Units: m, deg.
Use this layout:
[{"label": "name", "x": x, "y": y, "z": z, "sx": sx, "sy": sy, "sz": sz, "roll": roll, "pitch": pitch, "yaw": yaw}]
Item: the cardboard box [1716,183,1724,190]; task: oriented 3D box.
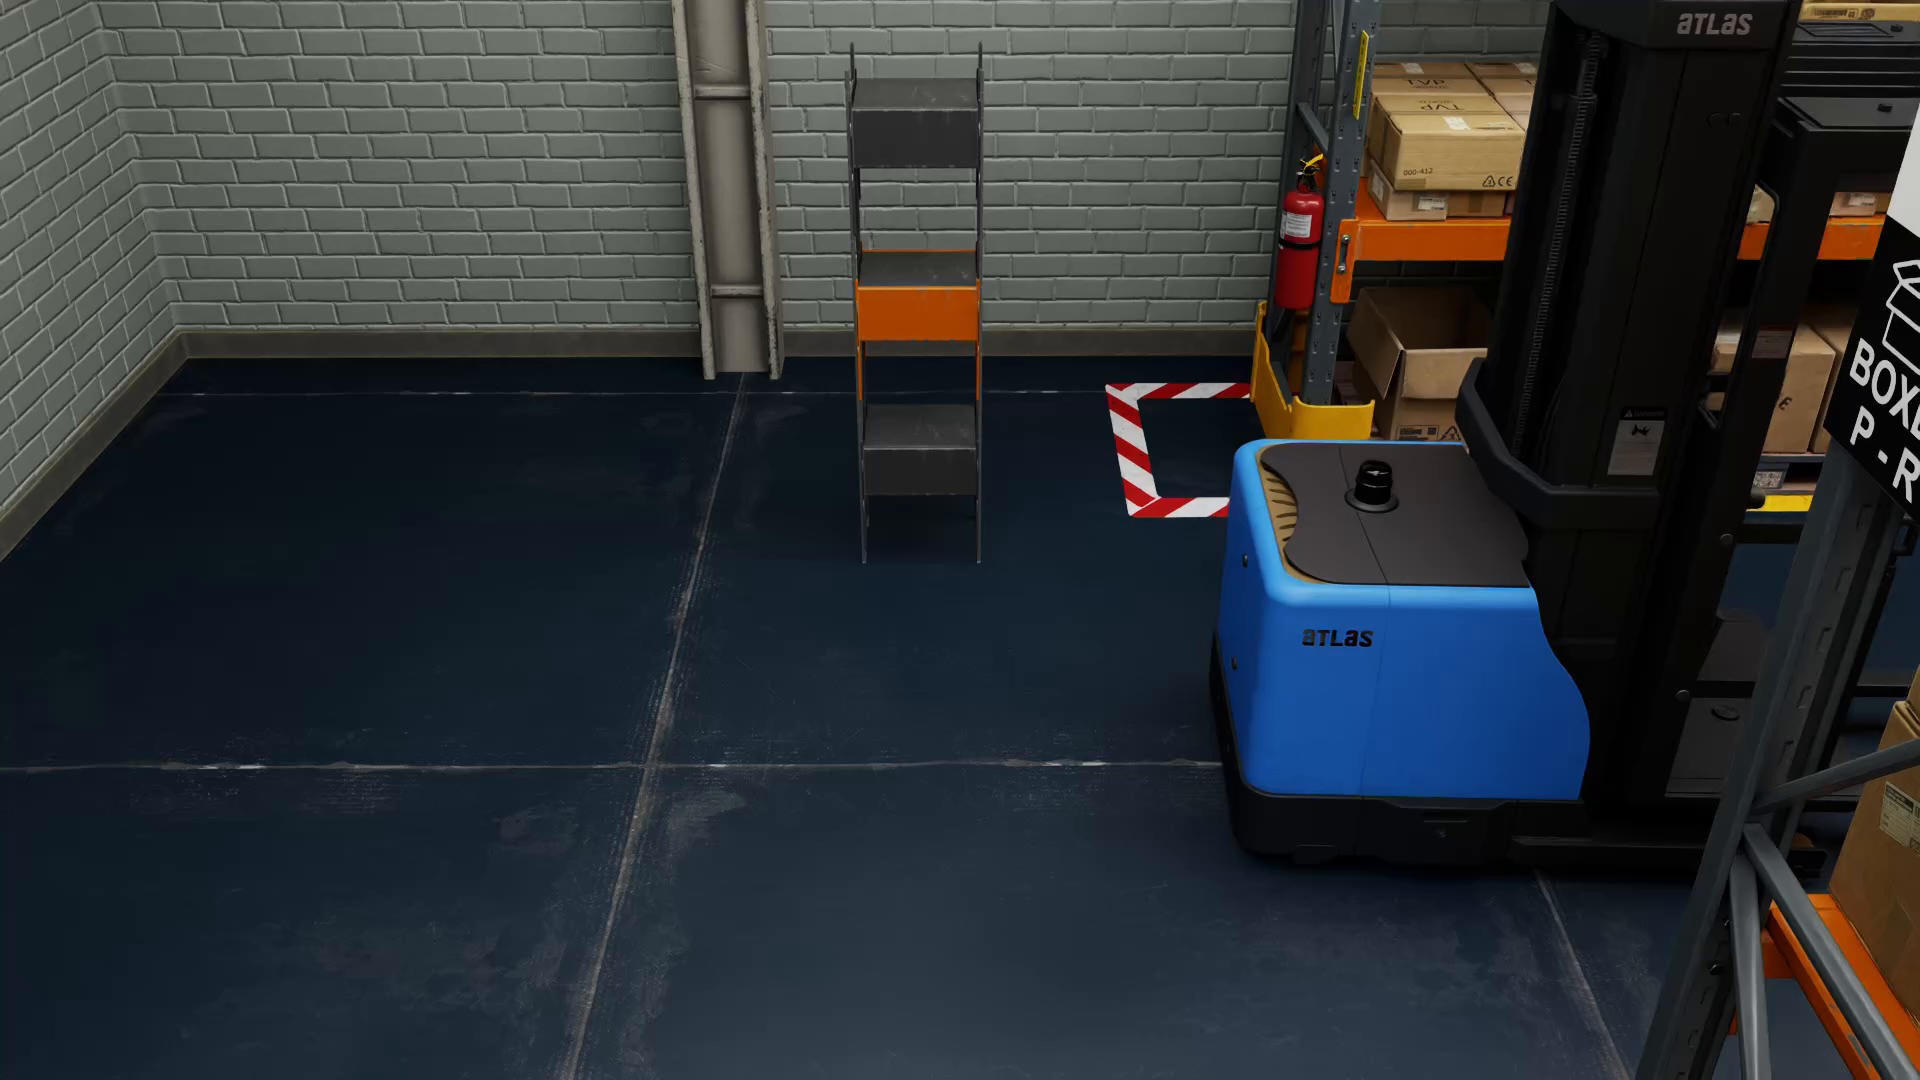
[{"label": "cardboard box", "x": 3.035, "y": -1.668, "z": 6.965, "sx": 0.500, "sy": 0.250, "sz": 0.500, "roll": -1, "pitch": 31, "yaw": -1}]

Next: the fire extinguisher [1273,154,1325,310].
[{"label": "fire extinguisher", "x": 1.425, "y": -1.305, "z": 6.943, "sx": 0.183, "sy": 0.674, "sz": 0.296, "roll": 0, "pitch": 31, "yaw": 0}]

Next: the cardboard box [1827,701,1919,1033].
[{"label": "cardboard box", "x": 2.083, "y": 0.655, "z": 3.182, "sx": 0.500, "sy": 0.500, "sz": 0.500, "roll": 0, "pitch": 31, "yaw": 0}]

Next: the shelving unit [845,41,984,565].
[{"label": "shelving unit", "x": -0.166, "y": -0.897, "z": 6.704, "sx": 0.503, "sy": 2.100, "sz": 0.431, "roll": 0, "pitch": 31, "yaw": 0}]

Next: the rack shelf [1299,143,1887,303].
[{"label": "rack shelf", "x": 3.569, "y": -1.437, "z": 7.419, "sx": 4.000, "sy": 0.370, "sz": 1.077, "roll": 0, "pitch": 31, "yaw": 0}]

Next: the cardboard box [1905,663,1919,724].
[{"label": "cardboard box", "x": 2.083, "y": 0.242, "z": 2.900, "sx": 0.500, "sy": 0.500, "sz": 0.500, "roll": 1, "pitch": 31, "yaw": 1}]

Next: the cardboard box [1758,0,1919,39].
[{"label": "cardboard box", "x": 3.524, "y": -1.988, "z": 6.770, "sx": 0.500, "sy": 0.500, "sz": 0.500, "roll": 1, "pitch": 31, "yaw": 1}]

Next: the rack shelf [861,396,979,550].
[{"label": "rack shelf", "x": -0.166, "y": -0.287, "z": 7.075, "sx": 0.480, "sy": 0.518, "sz": 0.431, "roll": 0, "pitch": 31, "yaw": 0}]

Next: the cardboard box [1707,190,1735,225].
[{"label": "cardboard box", "x": 3.188, "y": -1.467, "z": 7.019, "sx": 0.250, "sy": 0.149, "sz": 0.380, "roll": -1, "pitch": 31, "yaw": -2}]

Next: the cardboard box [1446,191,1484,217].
[{"label": "cardboard box", "x": 2.153, "y": -1.514, "z": 7.096, "sx": 0.250, "sy": 0.149, "sz": 0.380, "roll": 1, "pitch": 31, "yaw": 1}]

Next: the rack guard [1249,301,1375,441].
[{"label": "rack guard", "x": 1.645, "y": -0.669, "z": 7.871, "sx": 0.348, "sy": 0.500, "sz": 1.175, "roll": 0, "pitch": 31, "yaw": 0}]

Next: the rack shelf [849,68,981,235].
[{"label": "rack shelf", "x": -0.166, "y": -1.484, "z": 6.348, "sx": 0.480, "sy": 0.518, "sz": 0.431, "roll": 0, "pitch": 31, "yaw": 0}]

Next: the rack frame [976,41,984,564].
[{"label": "rack frame", "x": 0.078, "y": -0.898, "z": 6.706, "sx": 0.015, "sy": 2.100, "sz": 0.400, "roll": 0, "pitch": 31, "yaw": 0}]

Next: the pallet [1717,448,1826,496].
[{"label": "pallet", "x": 3.659, "y": -0.551, "z": 7.955, "sx": 1.213, "sy": 0.211, "sz": 1.003, "roll": 0, "pitch": 31, "yaw": 0}]

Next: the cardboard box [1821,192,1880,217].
[{"label": "cardboard box", "x": 3.708, "y": -1.515, "z": 7.098, "sx": 0.250, "sy": 0.149, "sz": 0.380, "roll": 0, "pitch": 31, "yaw": 0}]

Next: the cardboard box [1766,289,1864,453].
[{"label": "cardboard box", "x": 4.074, "y": -0.787, "z": 7.661, "sx": 0.500, "sy": 0.500, "sz": 0.700, "roll": -1, "pitch": 31, "yaw": -2}]

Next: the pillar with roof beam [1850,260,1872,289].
[{"label": "pillar with roof beam", "x": 4.893, "y": -2.547, "z": 2.774, "sx": 0.400, "sy": 9.000, "sz": 9.100, "roll": 0, "pitch": 31, "yaw": 0}]

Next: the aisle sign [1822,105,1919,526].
[{"label": "aisle sign", "x": 1.529, "y": -0.435, "z": 2.569, "sx": 0.004, "sy": 0.787, "sz": 0.394, "roll": 0, "pitch": 31, "yaw": 0}]

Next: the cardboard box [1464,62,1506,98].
[{"label": "cardboard box", "x": 2.543, "y": -1.941, "z": 7.415, "sx": 0.500, "sy": 0.250, "sz": 0.500, "roll": 0, "pitch": 31, "yaw": 0}]

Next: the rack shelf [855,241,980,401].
[{"label": "rack shelf", "x": -0.166, "y": -0.885, "z": 6.712, "sx": 0.480, "sy": 0.518, "sz": 0.431, "roll": 0, "pitch": 31, "yaw": 0}]

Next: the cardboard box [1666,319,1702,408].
[{"label": "cardboard box", "x": 3.036, "y": -0.784, "z": 7.655, "sx": 0.500, "sy": 0.500, "sz": 0.700, "roll": 1, "pitch": 31, "yaw": 2}]

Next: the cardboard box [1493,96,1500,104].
[{"label": "cardboard box", "x": 2.528, "y": -1.664, "z": 6.959, "sx": 0.500, "sy": 0.250, "sz": 0.500, "roll": 0, "pitch": 31, "yaw": 0}]

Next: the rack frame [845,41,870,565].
[{"label": "rack frame", "x": -0.410, "y": -0.896, "z": 6.703, "sx": 0.015, "sy": 2.100, "sz": 0.400, "roll": 0, "pitch": 31, "yaw": 0}]

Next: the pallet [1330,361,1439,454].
[{"label": "pallet", "x": 2.442, "y": -0.549, "z": 7.951, "sx": 1.213, "sy": 0.211, "sz": 1.003, "roll": 0, "pitch": 31, "yaw": 0}]

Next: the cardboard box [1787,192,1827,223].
[{"label": "cardboard box", "x": 3.451, "y": -1.479, "z": 7.038, "sx": 0.250, "sy": 0.149, "sz": 0.380, "roll": 1, "pitch": 31, "yaw": 1}]

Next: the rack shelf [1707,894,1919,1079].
[{"label": "rack shelf", "x": 3.603, "y": 1.138, "z": 3.176, "sx": 4.000, "sy": 0.370, "sz": 1.077, "roll": 0, "pitch": 31, "yaw": 0}]

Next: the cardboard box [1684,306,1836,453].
[{"label": "cardboard box", "x": 3.565, "y": -0.734, "z": 7.573, "sx": 0.500, "sy": 0.500, "sz": 0.500, "roll": 0, "pitch": 31, "yaw": 1}]

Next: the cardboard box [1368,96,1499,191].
[{"label": "cardboard box", "x": 2.024, "y": -1.663, "z": 6.956, "sx": 0.500, "sy": 0.250, "sz": 0.500, "roll": 0, "pitch": 31, "yaw": 0}]

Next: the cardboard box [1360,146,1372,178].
[{"label": "cardboard box", "x": 1.899, "y": -1.771, "z": 7.519, "sx": 0.250, "sy": 0.149, "sz": 0.380, "roll": -1, "pitch": 31, "yaw": -1}]

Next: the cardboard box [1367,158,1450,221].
[{"label": "cardboard box", "x": 1.899, "y": -1.489, "z": 7.055, "sx": 0.250, "sy": 0.149, "sz": 0.380, "roll": 0, "pitch": 31, "yaw": -1}]

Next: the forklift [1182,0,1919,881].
[{"label": "forklift", "x": 2.334, "y": -0.419, "z": 5.116, "sx": 3.031, "sy": 2.935, "sz": 1.130, "roll": 1, "pitch": 31, "yaw": 1}]

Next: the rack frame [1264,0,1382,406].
[{"label": "rack frame", "x": 1.569, "y": -1.738, "z": 7.223, "sx": 0.127, "sy": 3.000, "sz": 1.000, "roll": 0, "pitch": 31, "yaw": 0}]

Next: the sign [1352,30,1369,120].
[{"label": "sign", "x": 1.572, "y": -1.826, "z": 6.534, "sx": 0.005, "sy": 0.325, "sz": 0.100, "roll": 0, "pitch": 31, "yaw": 0}]

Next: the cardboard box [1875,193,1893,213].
[{"label": "cardboard box", "x": 3.955, "y": -1.541, "z": 7.140, "sx": 0.250, "sy": 0.149, "sz": 0.380, "roll": 0, "pitch": 31, "yaw": 0}]

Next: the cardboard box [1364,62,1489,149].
[{"label": "cardboard box", "x": 2.027, "y": -1.940, "z": 7.414, "sx": 0.500, "sy": 0.250, "sz": 0.500, "roll": 1, "pitch": 31, "yaw": 1}]

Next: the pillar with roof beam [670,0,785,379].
[{"label": "pillar with roof beam", "x": -1.107, "y": -2.529, "z": 2.743, "sx": 0.400, "sy": 9.000, "sz": 9.100, "roll": 0, "pitch": 31, "yaw": 0}]

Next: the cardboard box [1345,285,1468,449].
[{"label": "cardboard box", "x": 2.181, "y": -0.803, "z": 7.683, "sx": 0.637, "sy": 0.503, "sz": 0.797, "roll": -1, "pitch": 31, "yaw": -2}]
